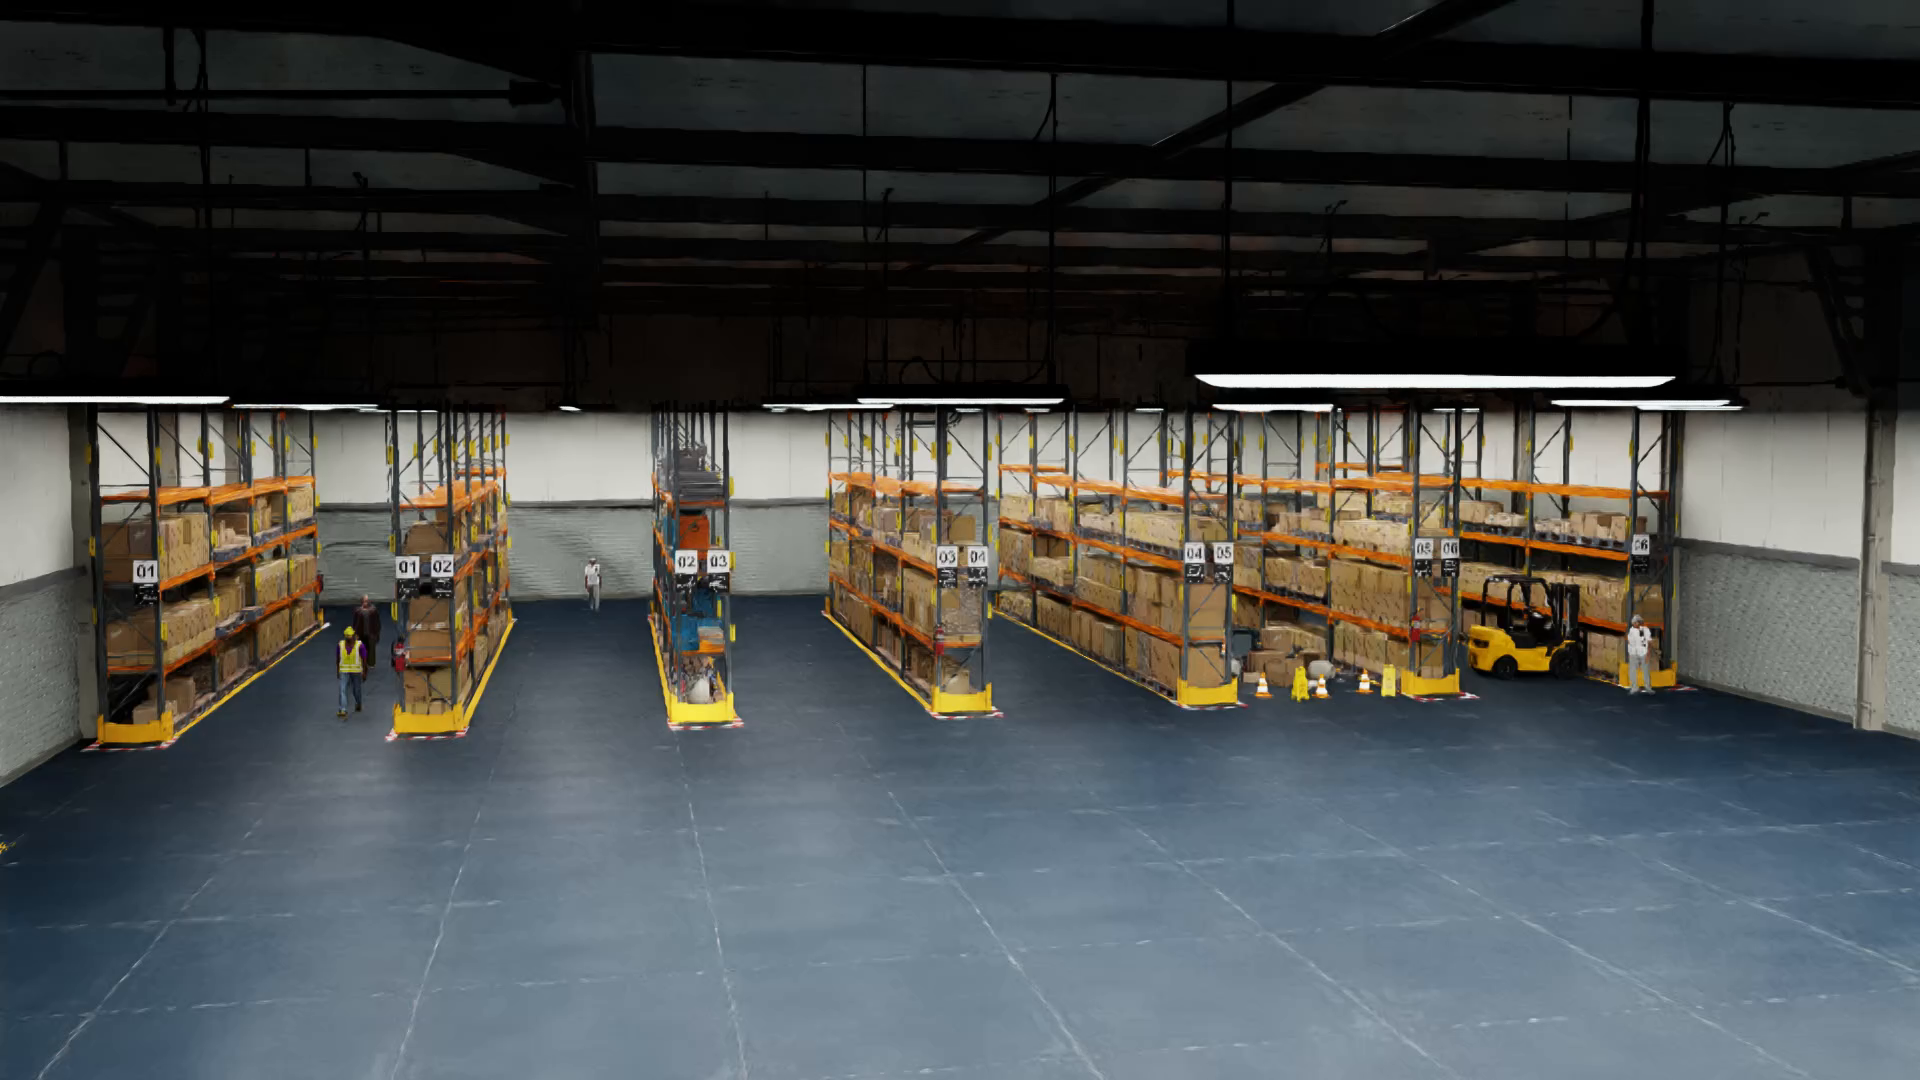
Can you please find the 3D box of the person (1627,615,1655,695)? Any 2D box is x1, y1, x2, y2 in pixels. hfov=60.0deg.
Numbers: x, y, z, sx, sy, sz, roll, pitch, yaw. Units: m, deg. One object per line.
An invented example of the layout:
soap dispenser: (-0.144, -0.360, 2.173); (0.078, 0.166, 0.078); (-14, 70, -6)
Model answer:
person: (13.927, 2.340, 34.003); (0.537, 1.647, 0.602); (4, 6, 43)

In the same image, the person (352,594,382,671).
person: (-13.269, 2.054, 37.179); (0.598, 1.698, 1.193); (-1, 4, -10)

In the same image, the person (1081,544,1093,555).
person: (4.049, 0.950, 52.426); (0.514, 1.664, 0.547); (2, 5, 25)

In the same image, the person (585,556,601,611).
person: (-10.717, 1.253, 48.571); (0.456, 1.589, 1.088); (-1, 4, -10)

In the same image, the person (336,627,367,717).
person: (-11.585, 2.483, 31.657); (0.575, 1.689, 1.128); (-1, 4, -14)
